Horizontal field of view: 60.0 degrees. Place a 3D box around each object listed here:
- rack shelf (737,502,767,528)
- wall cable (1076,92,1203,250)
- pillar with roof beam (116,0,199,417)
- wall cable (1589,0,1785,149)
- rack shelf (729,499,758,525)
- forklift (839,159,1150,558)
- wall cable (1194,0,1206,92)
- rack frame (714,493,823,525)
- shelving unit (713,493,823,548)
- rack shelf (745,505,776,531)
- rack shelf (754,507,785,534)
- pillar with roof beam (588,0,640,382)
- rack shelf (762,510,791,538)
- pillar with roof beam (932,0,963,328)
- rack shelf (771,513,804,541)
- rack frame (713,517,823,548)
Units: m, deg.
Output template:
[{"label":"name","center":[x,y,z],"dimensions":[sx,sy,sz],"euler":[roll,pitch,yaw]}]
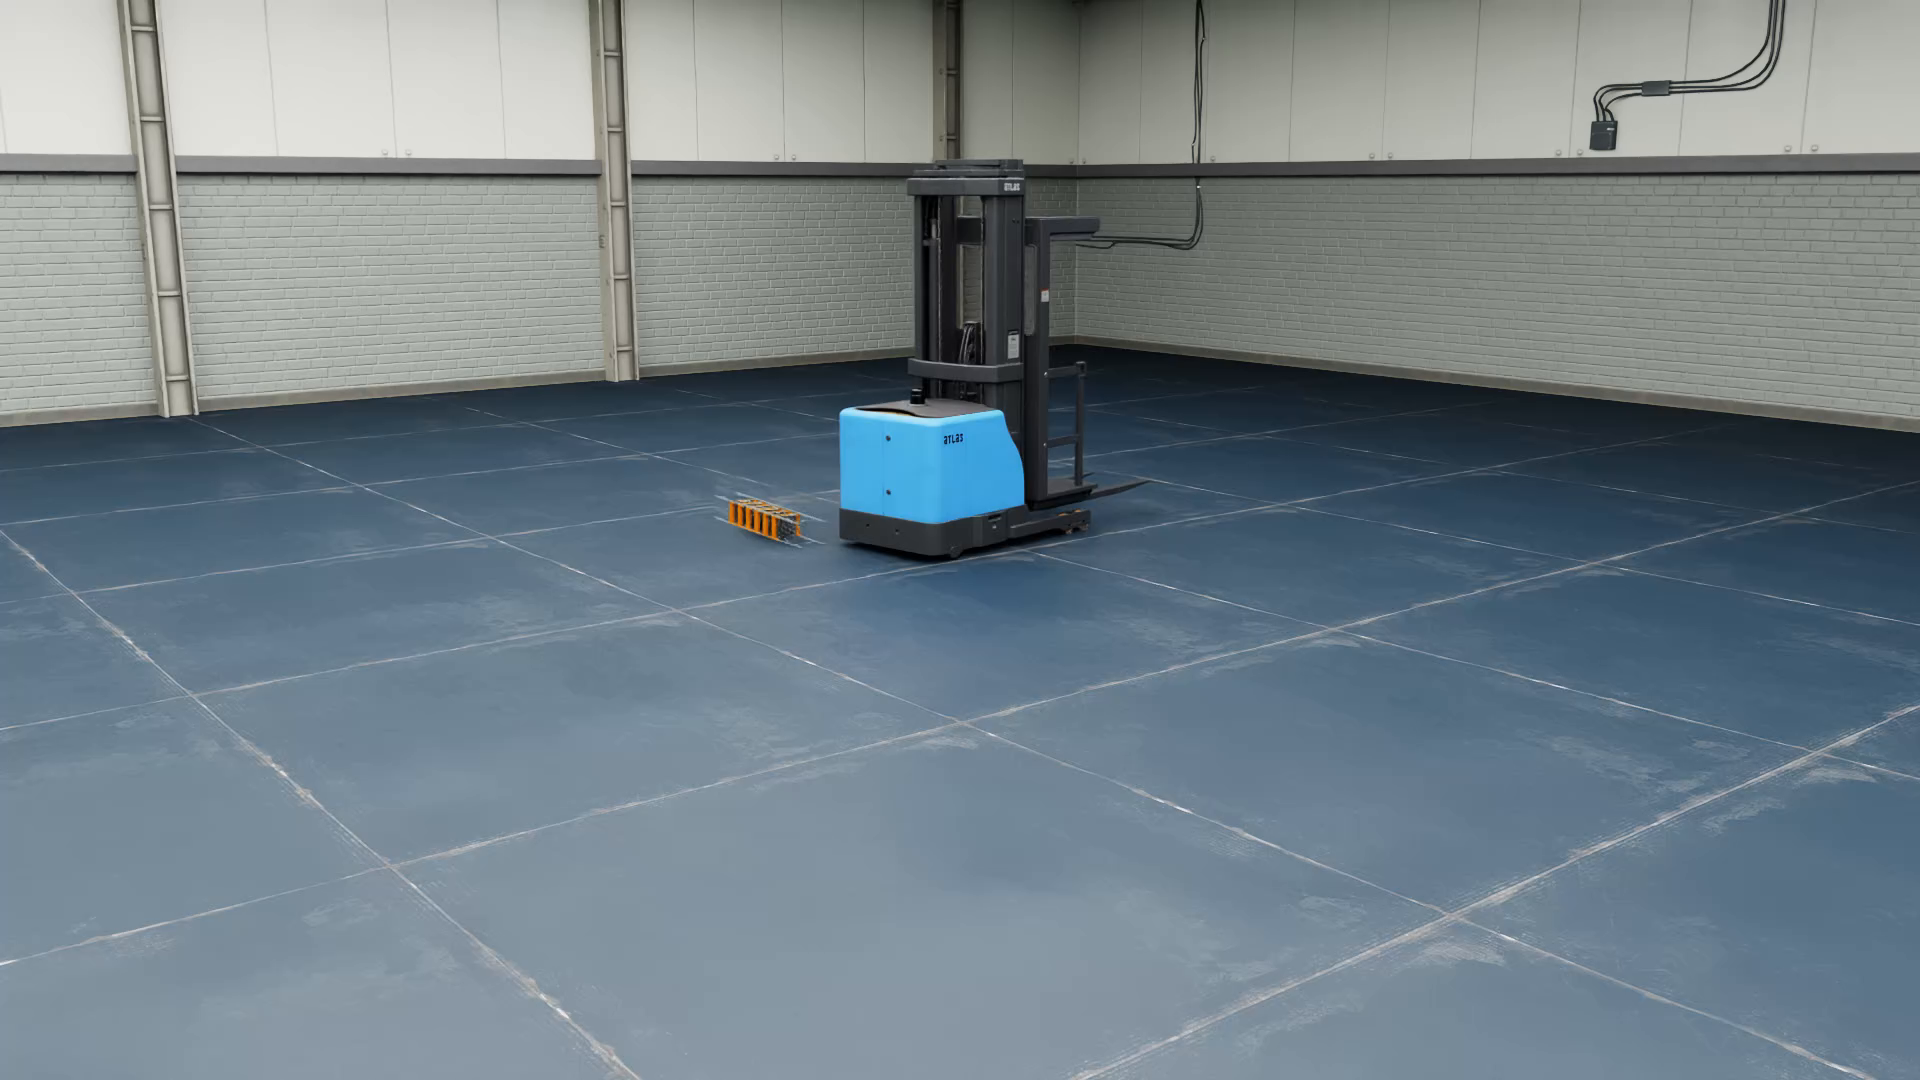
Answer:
[{"label":"rack shelf","center":[-1.669,-0.205,13.428],"dimensions":[0.258,0.180,0.103],"euler":[-9,18,-40]},{"label":"wall cable","center":[2.933,-6.142,27.866],"dimensions":[0.112,2.526,3.097],"euler":[-9,15,-38]},{"label":"pillar with roof beam","center":[-6.874,-5.238,16.132],"dimensions":[0.400,9.000,9.100],"euler":[-9,15,-38]},{"label":"wall cable","center":[8.852,-7.783,19.929],"dimensions":[0.169,6.003,2.305],"euler":[-9,15,-38]},{"label":"rack shelf","center":[-1.747,-0.230,13.515],"dimensions":[0.258,0.180,0.103],"euler":[-9,18,-40]},{"label":"forklift","center":[0.413,-1.548,13.360],"dimensions":[1.130,2.935,3.031],"euler":[10,16,40]},{"label":"wall cable","center":[4.623,-8.174,25.275],"dimensions":[0.112,2.526,3.097],"euler":[-9,15,-38]},{"label":"rack frame","center":[-1.538,-0.254,13.263],"dimensions":[0.240,0.006,1.200],"euler":[-9,18,-40]},{"label":"shelving unit","center":[-1.541,-0.165,13.285],"dimensions":[0.258,0.189,1.200],"euler":[-9,18,-40]},{"label":"rack shelf","center":[-1.591,-0.181,13.340],"dimensions":[0.258,0.180,0.103],"euler":[-9,18,-40]},{"label":"rack shelf","center":[-1.512,-0.156,13.252],"dimensions":[0.258,0.180,0.103],"euler":[-9,18,-40]},{"label":"pillar with roof beam","center":[-2.189,-6.017,19.799],"dimensions":[0.400,9.000,9.100],"euler":[-9,15,-38]},{"label":"rack shelf","center":[-1.434,-0.132,13.165],"dimensions":[0.258,0.180,0.103],"euler":[-9,18,-40]},{"label":"pillar with roof beam","center":[2.496,-6.795,23.465],"dimensions":[0.400,9.000,9.100],"euler":[-9,15,-38]},{"label":"rack shelf","center":[-1.356,-0.108,13.077],"dimensions":[0.258,0.180,0.103],"euler":[-9,18,-40]},{"label":"rack frame","center":[-1.545,-0.077,13.306],"dimensions":[0.240,0.006,1.200],"euler":[-9,18,-40]}]
